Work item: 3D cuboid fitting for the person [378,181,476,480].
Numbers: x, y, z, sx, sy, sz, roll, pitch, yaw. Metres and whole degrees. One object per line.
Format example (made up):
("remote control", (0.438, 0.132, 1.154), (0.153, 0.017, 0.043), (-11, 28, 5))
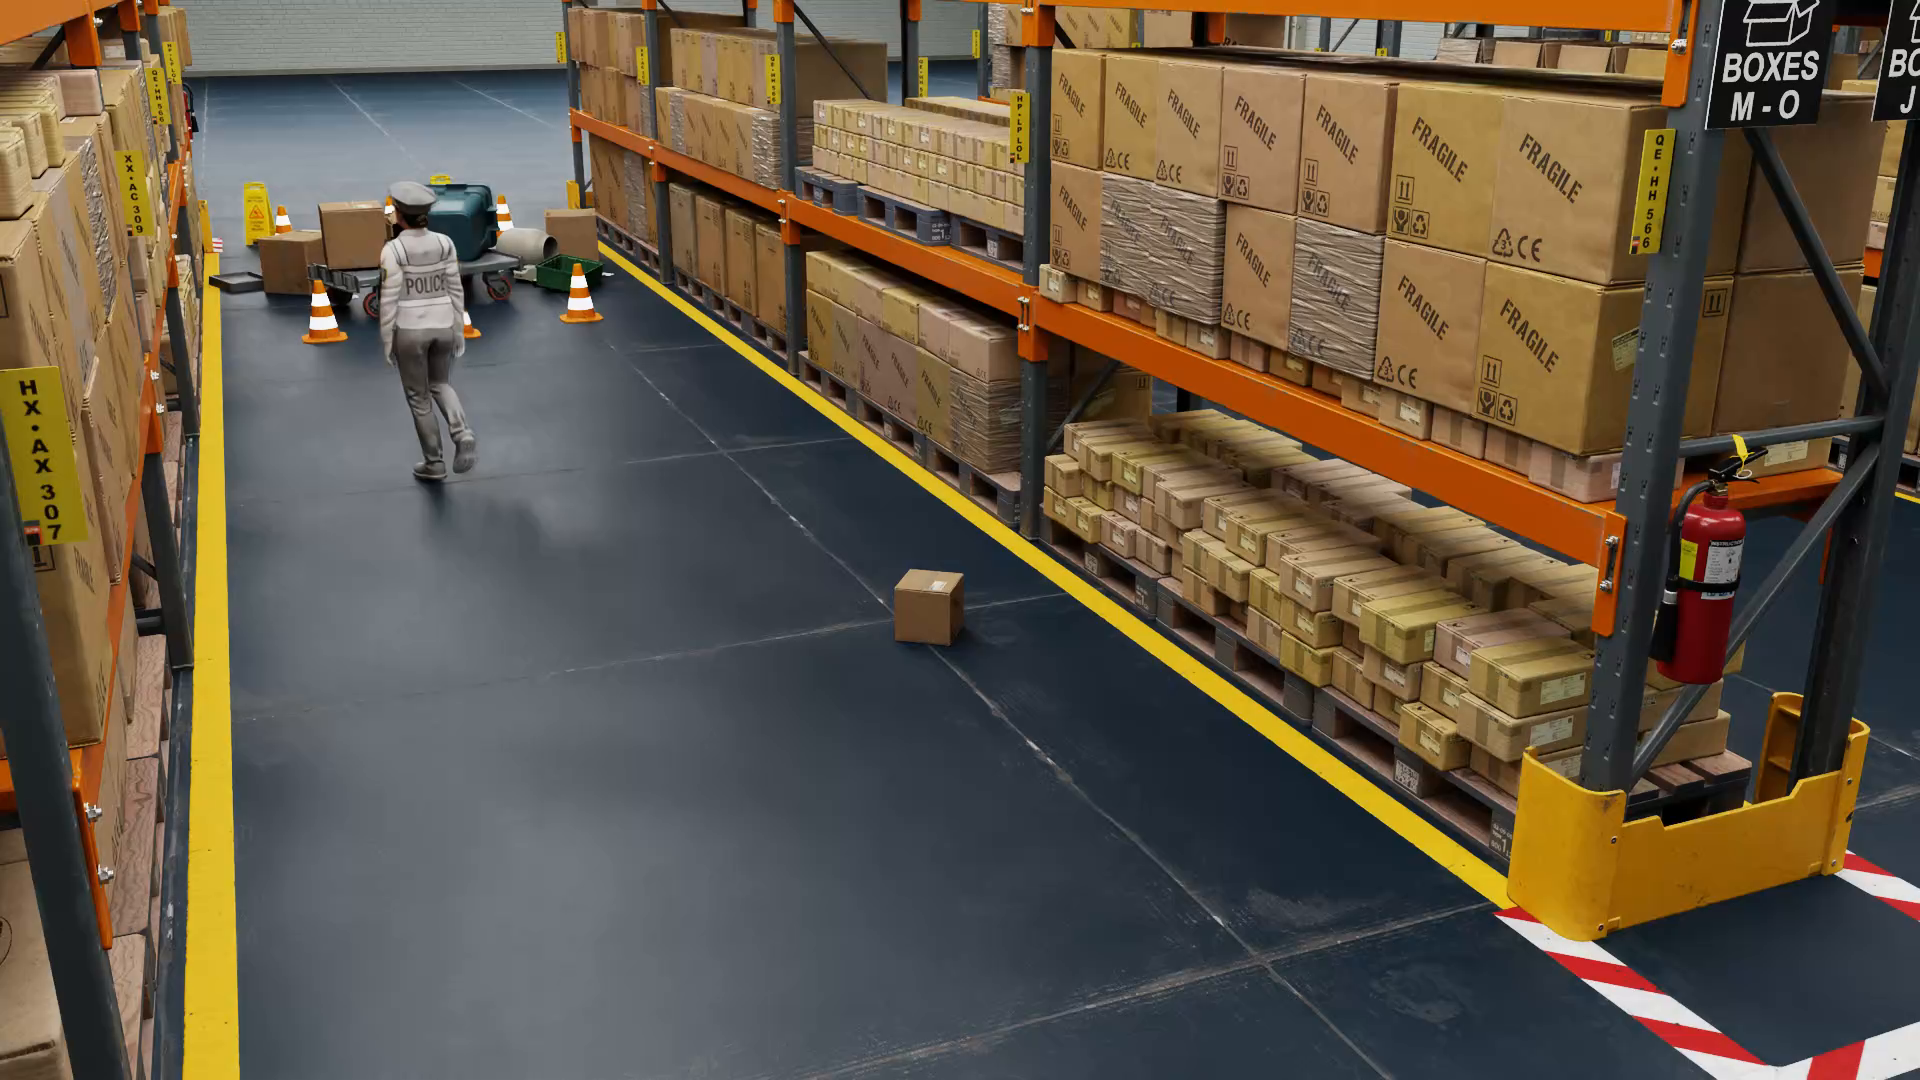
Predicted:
("person", (-3.010, -1.159, 9.331), (0.454, 1.681, 0.492), (17, 25, 41))
